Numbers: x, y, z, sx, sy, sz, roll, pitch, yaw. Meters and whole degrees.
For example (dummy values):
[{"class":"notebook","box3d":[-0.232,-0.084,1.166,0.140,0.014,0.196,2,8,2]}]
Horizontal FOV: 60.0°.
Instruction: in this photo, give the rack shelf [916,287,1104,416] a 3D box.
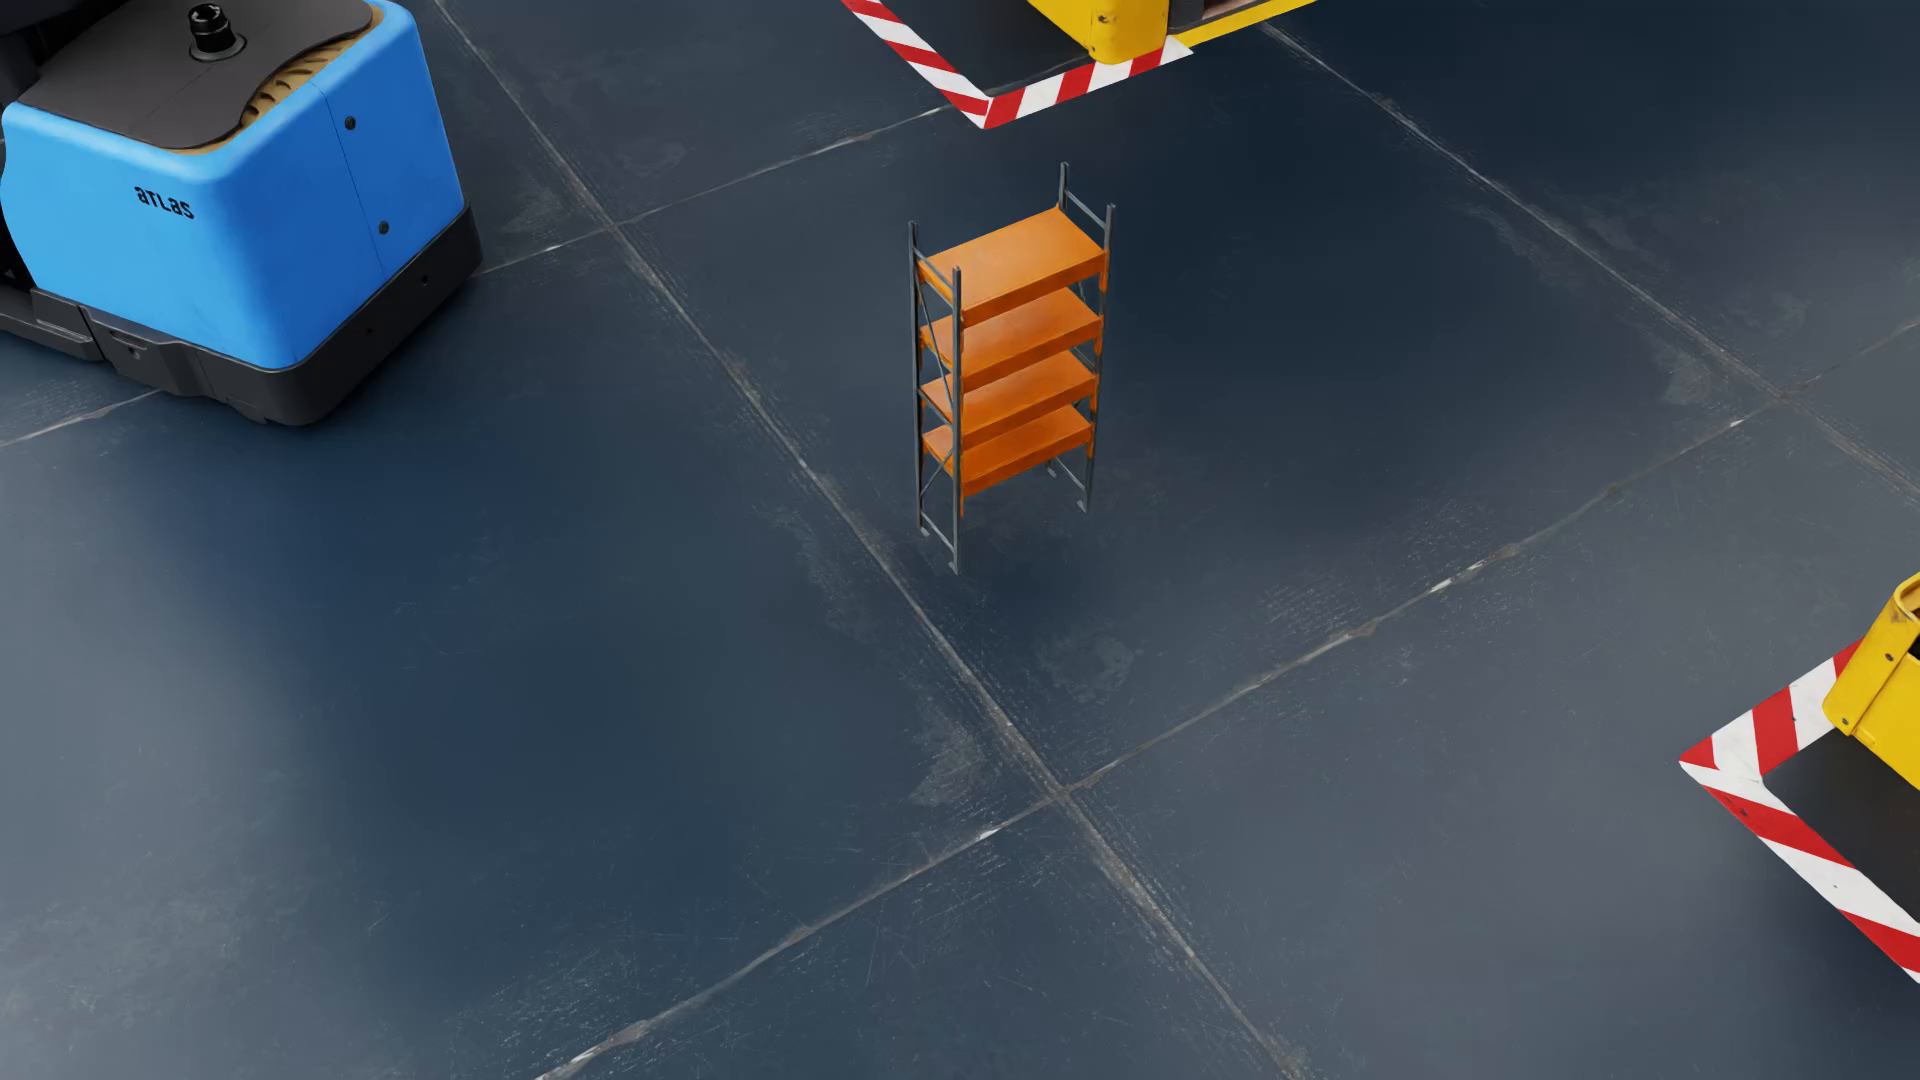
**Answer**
[{"class":"rack shelf","box3d":[0.140,-0.569,4.744,0.480,0.148,0.258,-25,53,-21]}]

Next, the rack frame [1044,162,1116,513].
[{"class":"rack frame","box3d":[0.346,-0.562,4.947,0.015,1.200,0.240,-25,53,-21]}]

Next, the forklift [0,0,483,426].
[{"class":"forklift","box3d":[-3.300,-2.105,5.162,3.031,2.935,1.130,19,51,16]}]

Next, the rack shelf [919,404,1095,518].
[{"class":"rack shelf","box3d":[0.140,-0.288,5.059,0.480,0.148,0.258,-25,53,-21]}]

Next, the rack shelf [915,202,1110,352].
[{"class":"rack shelf","box3d":[0.140,-0.726,4.567,0.480,0.148,0.258,-25,53,-21]}]

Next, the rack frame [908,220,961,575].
[{"class":"rack frame","box3d":[-0.066,-0.368,4.774,0.015,1.200,0.240,-25,53,-21]}]

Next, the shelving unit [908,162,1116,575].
[{"class":"shelving unit","box3d":[0.140,-0.465,4.861,0.503,1.200,0.258,-25,53,-21]}]

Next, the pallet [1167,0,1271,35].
[{"class":"pallet","box3d":[1.158,-2.802,7.604,1.213,0.211,1.003,-25,53,-21]}]

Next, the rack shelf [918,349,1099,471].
[{"class":"rack shelf","box3d":[0.140,-0.420,4.911,0.480,0.148,0.258,-25,53,-21]}]

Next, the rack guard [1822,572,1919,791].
[{"class":"rack guard","box3d":[2.928,0.616,4.367,0.348,0.500,1.175,-25,53,-21]}]

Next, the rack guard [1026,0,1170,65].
[{"class":"rack guard","box3d":[0.452,-2.597,7.228,0.348,0.500,1.175,-25,53,-21]}]

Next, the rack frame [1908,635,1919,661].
[{"class":"rack frame","box3d":[2.948,-0.225,3.442,0.127,3.000,1.000,-25,53,-21]}]
